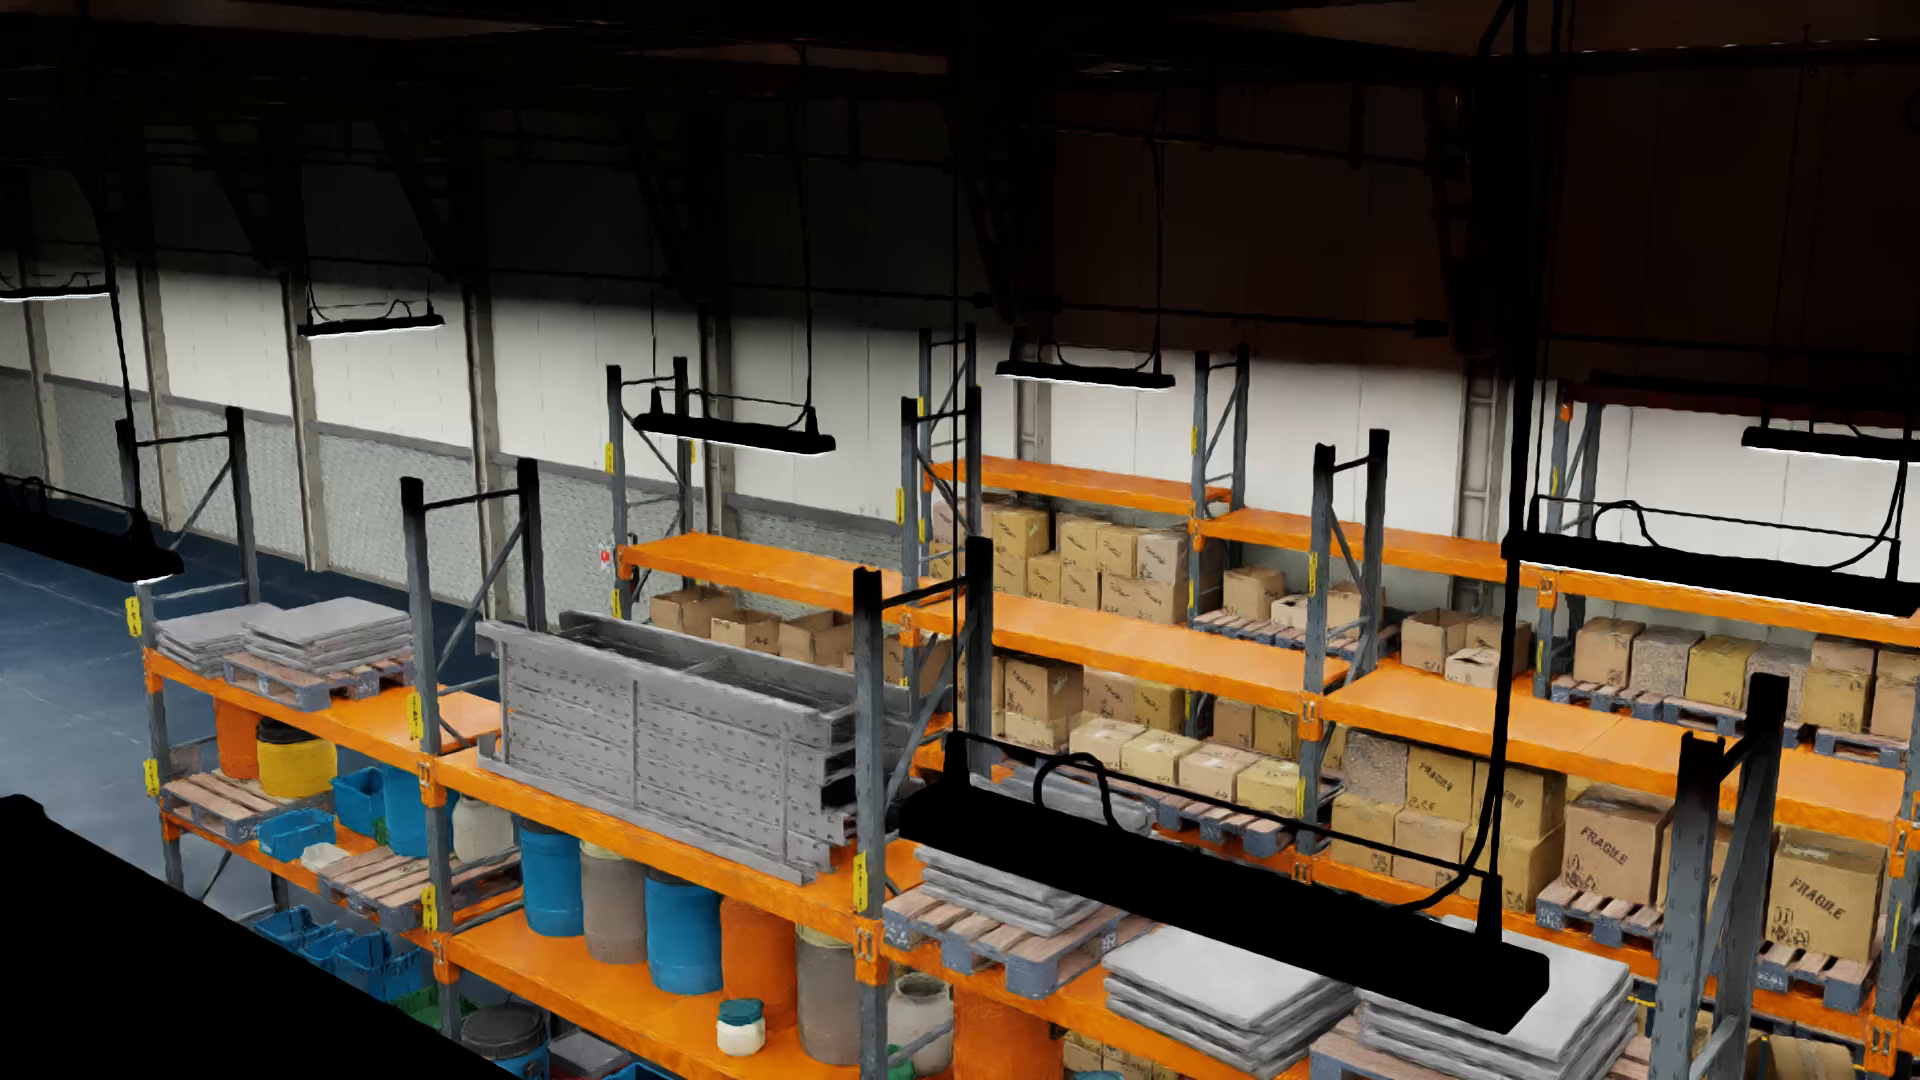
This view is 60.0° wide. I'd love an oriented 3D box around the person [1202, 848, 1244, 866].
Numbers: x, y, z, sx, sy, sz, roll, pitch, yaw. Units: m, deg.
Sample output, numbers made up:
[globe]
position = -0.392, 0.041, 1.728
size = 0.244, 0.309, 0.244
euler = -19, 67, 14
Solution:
[person]
position = 2.831, 3.249, 17.968
size = 0.844, 1.713, 0.682
euler = 5, 14, 22
